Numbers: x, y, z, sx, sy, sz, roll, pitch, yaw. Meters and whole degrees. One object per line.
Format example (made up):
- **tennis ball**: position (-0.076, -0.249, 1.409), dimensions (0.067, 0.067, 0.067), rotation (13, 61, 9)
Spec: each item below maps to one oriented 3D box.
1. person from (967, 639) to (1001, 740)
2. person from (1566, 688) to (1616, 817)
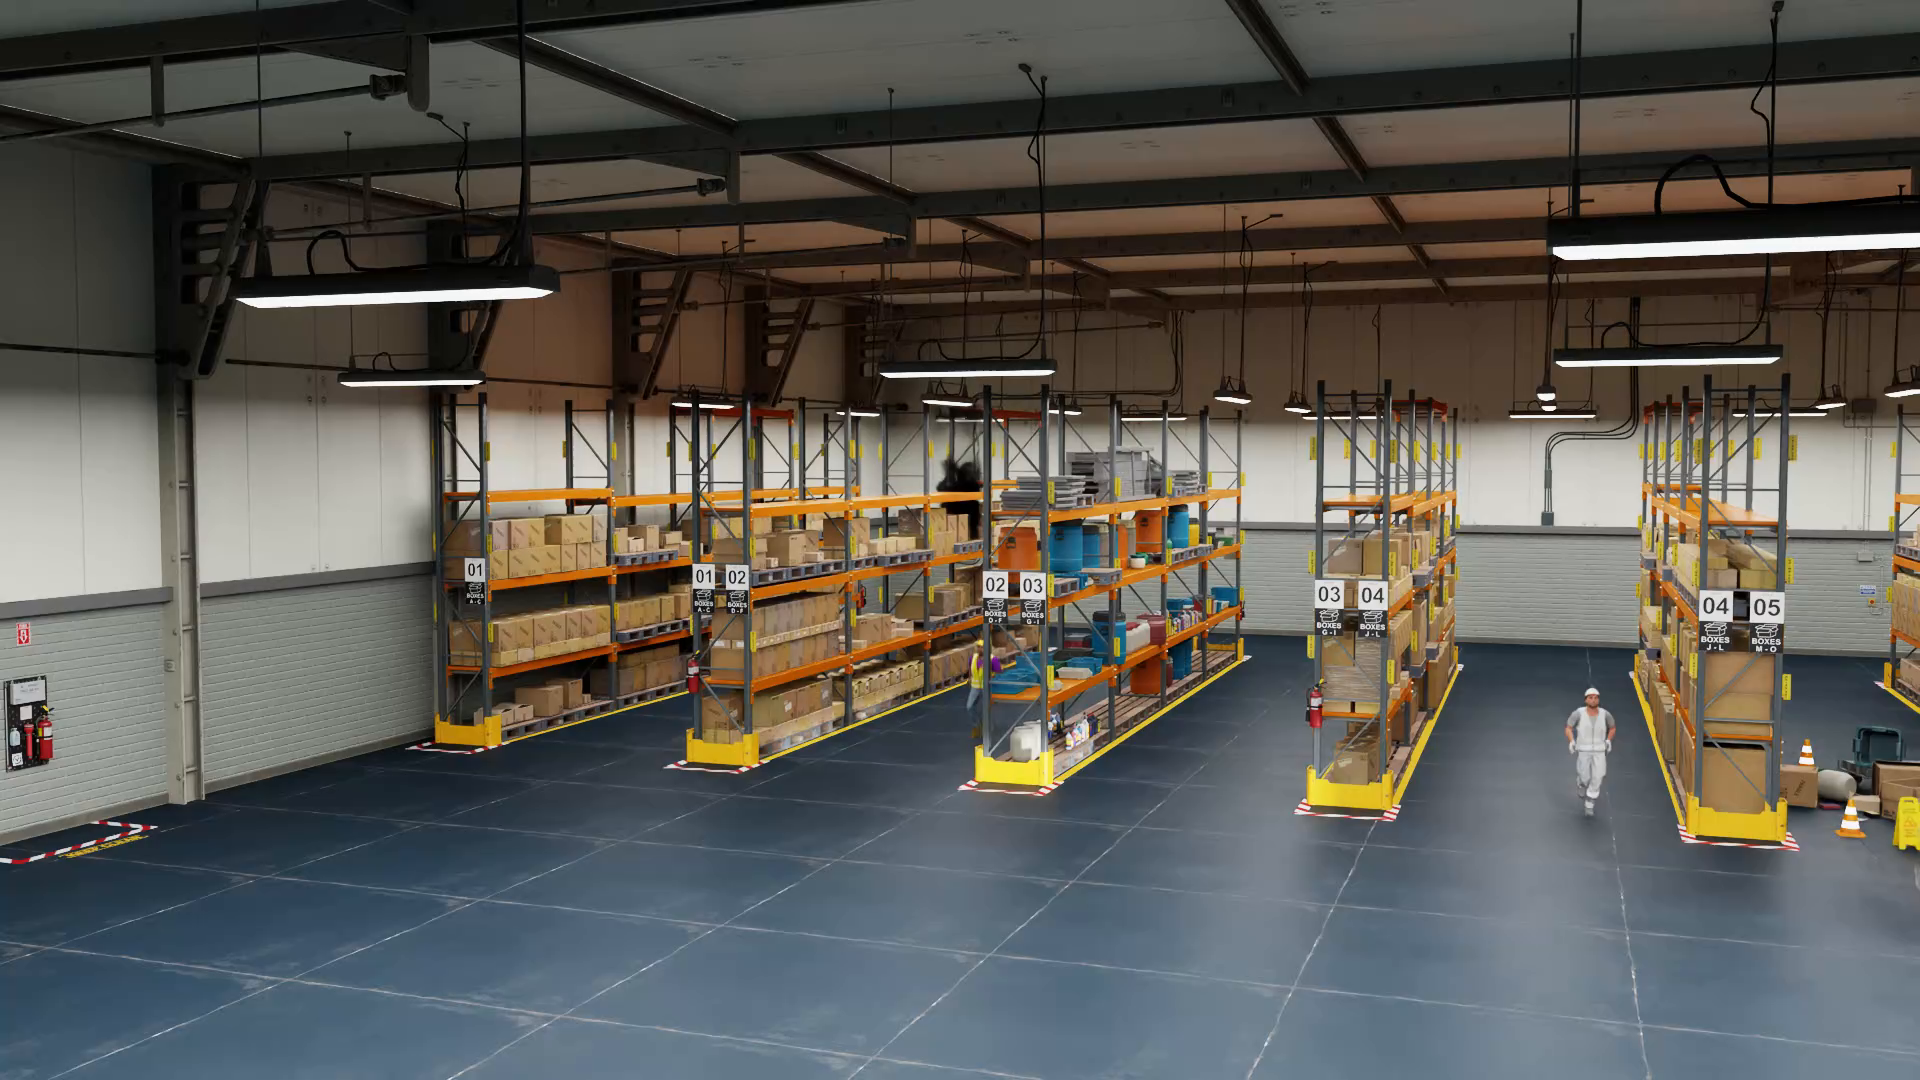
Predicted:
- **person**: position (0.403, 2.591, 28.886), dimensions (0.682, 1.759, 0.744), rotation (1, 3, 22)
- **person**: position (8.744, 2.918, 23.039), dimensions (0.661, 1.752, 0.627), rotation (1, 3, 12)
